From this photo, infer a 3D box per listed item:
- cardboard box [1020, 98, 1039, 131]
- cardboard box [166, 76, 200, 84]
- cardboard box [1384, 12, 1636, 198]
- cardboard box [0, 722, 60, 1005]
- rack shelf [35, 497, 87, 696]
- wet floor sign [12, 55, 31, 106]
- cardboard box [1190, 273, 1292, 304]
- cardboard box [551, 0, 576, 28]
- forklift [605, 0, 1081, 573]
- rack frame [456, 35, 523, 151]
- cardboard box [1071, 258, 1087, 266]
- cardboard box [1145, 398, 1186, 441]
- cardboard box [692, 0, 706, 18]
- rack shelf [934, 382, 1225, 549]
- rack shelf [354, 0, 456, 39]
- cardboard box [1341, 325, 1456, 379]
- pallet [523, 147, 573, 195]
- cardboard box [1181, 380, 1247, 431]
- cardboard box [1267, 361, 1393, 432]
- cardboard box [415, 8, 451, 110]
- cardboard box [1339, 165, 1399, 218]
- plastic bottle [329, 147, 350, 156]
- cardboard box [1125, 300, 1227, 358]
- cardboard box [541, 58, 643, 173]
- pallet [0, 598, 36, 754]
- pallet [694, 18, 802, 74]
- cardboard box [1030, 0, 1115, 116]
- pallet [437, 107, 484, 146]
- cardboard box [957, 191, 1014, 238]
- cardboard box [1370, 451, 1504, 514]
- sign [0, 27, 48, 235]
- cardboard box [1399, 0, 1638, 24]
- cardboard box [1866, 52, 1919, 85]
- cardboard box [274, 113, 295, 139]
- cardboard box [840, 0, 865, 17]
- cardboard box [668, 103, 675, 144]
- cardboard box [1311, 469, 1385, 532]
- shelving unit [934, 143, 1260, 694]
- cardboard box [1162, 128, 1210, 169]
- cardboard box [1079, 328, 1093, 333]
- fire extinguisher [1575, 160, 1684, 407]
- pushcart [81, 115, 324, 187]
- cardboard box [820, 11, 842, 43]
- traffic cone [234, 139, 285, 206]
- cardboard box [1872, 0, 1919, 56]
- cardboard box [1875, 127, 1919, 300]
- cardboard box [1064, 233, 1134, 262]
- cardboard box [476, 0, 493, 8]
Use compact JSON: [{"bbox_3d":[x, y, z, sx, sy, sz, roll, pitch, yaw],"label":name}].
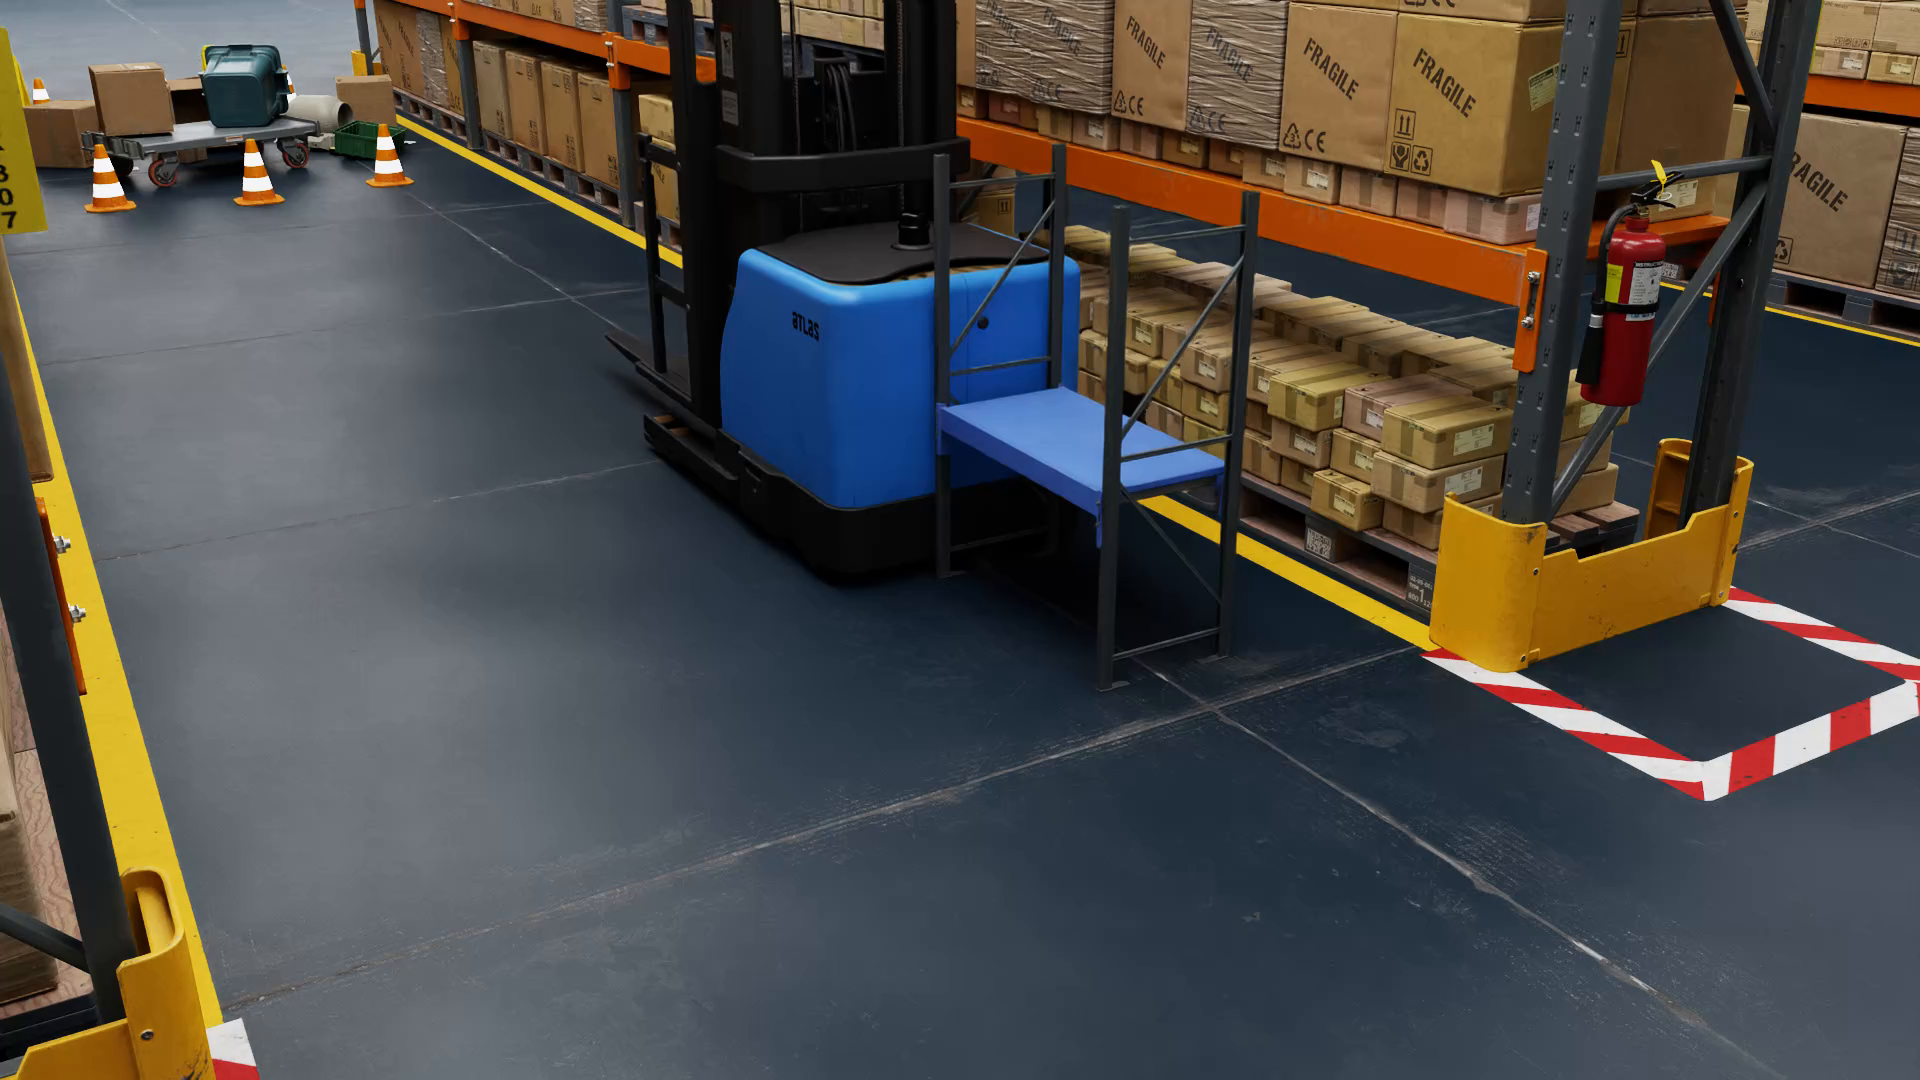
[{"bbox_3d":[0.488,-1.891,7.313,0.380,0.149,0.250,-14,26,-31],"label":"cardboard box"},{"bbox_3d":[-7.146,-4.058,15.626,0.637,0.503,0.797,8,23,18],"label":"cardboard box"},{"bbox_3d":[1.706,-1.381,5.199,0.500,0.500,0.500,-12,25,-27],"label":"cardboard box"},{"bbox_3d":[-2.470,0.681,3.496,0.875,0.438,0.875,-14,26,-30],"label":"cardboard box"},{"bbox_3d":[-3.069,-0.431,4.343,1.077,0.370,4.000,-13,25,-28],"label":"rack shelf"},{"bbox_3d":[-9.397,-4.473,16.458,0.267,0.644,0.232,-4,22,-10],"label":"wet floor sign"},{"bbox_3d":[1.249,-1.072,7.405,0.380,0.149,0.250,-14,26,-30],"label":"cardboard box"},{"bbox_3d":[-2.644,-3.993,12.019,0.500,0.500,0.500,-13,25,-28],"label":"cardboard box"},{"bbox_3d":[-0.720,-1.751,6.727,1.130,2.935,3.031,-12,25,-27],"label":"forklift"},{"bbox_3d":[-3.973,-4.986,14.594,1.000,3.000,0.127,-13,25,-28],"label":"rack frame"},{"bbox_3d":[0.373,-1.221,7.771,0.380,0.149,0.250,-13,25,-29],"label":"cardboard box"},{"bbox_3d":[0.986,-0.512,6.815,0.380,0.149,0.250,-12,25,-27],"label":"cardboard box"},{"bbox_3d":[-1.460,-3.324,10.282,0.380,0.149,0.250,-11,25,-26],"label":"cardboard box"},{"bbox_3d":[0.391,-0.270,5.461,0.538,0.185,1.000,-12,25,-27],"label":"rack shelf"},{"bbox_3d":[-4.995,-5.300,16.323,1.077,0.370,4.000,-13,25,-28],"label":"rack shelf"},{"bbox_3d":[1.721,-0.722,6.543,0.380,0.149,0.250,-14,26,-31],"label":"cardboard box"},{"bbox_3d":[-2.887,-3.063,13.568,1.003,0.211,1.213,-13,25,-28],"label":"pallet"},{"bbox_3d":[1.099,-0.562,6.544,0.380,0.149,0.250,-12,25,-27],"label":"cardboard box"},{"bbox_3d":[1.348,-0.525,6.058,0.380,0.149,0.250,-13,26,-29],"label":"cardboard box"},{"bbox_3d":[-4.698,-4.704,16.166,0.875,0.875,0.875,-12,25,-28],"label":"cardboard box"},{"bbox_3d":[1.512,-1.202,5.619,0.380,0.149,0.250,-13,25,-29],"label":"cardboard box"},{"bbox_3d":[-5.411,-3.424,14.654,0.283,0.061,0.133,12,25,27],"label":"plastic bottle"},{"bbox_3d":[0.888,-0.883,6.940,0.380,0.149,0.250,-12,25,-28],"label":"cardboard box"},{"bbox_3d":[-2.613,-3.340,12.975,1.050,0.750,0.750,-12,25,-27],"label":"cardboard box"},{"bbox_3d":[-3.142,0.537,4.710,1.003,0.211,1.213,-13,25,-28],"label":"pallet"},{"bbox_3d":[-0.883,-2.969,9.888,1.003,0.211,1.213,-13,25,-28],"label":"pallet"},{"bbox_3d":[0.635,-2.043,6.826,0.500,0.500,0.500,-13,26,-29],"label":"cardboard box"},{"bbox_3d":[-4.294,-3.955,15.762,1.003,0.211,1.213,-13,25,-28],"label":"pallet"},{"bbox_3d":[-0.036,-1.723,9.329,0.500,0.500,0.500,-12,25,-26],"label":"cardboard box"},{"bbox_3d":[1.642,-0.229,5.724,0.380,0.149,0.250,-13,26,-30],"label":"cardboard box"},{"bbox_3d":[-1.567,-0.659,2.694,0.100,0.325,0.005,-13,25,-28],"label":"sign"},{"bbox_3d":[1.709,-1.849,5.021,0.500,0.500,0.500,-13,26,-29],"label":"cardboard box"},{"bbox_3d":[5.092,-2.537,8.903,0.380,0.149,0.250,-13,26,-30],"label":"cardboard box"},{"bbox_3d":[-6.434,-3.921,15.607,0.396,0.266,0.258,-8,23,-19],"label":"cardboard box"},{"bbox_3d":[-0.395,-2.788,8.568,0.380,0.149,0.250,-12,25,-28],"label":"cardboard box"},{"bbox_3d":[-1.526,-2.641,10.592,0.500,0.250,0.500,-13,25,-29],"label":"cardboard box"},{"bbox_3d":[1.490,-0.169,5.973,0.380,0.149,0.250,-12,25,-27],"label":"cardboard box"},{"bbox_3d":[0.391,-0.437,5.394,0.538,1.500,1.048,-12,25,-27],"label":"shelving unit"},{"bbox_3d":[1.016,-1.553,6.482,0.380,0.149,0.250,-12,25,-27],"label":"cardboard box"},{"bbox_3d":[0.641,-0.911,7.402,0.380,0.149,0.250,-11,25,-26],"label":"cardboard box"},{"bbox_3d":[1.889,-0.722,4.703,0.296,0.674,0.183,-13,25,-28],"label":"fire extinguisher"},{"bbox_3d":[-6.242,-3.241,13.784,0.936,0.377,1.648,17,28,36],"label":"pushcart"},{"bbox_3d":[-0.518,-2.730,8.820,0.380,0.149,0.250,-13,25,-28],"label":"cardboard box"},{"bbox_3d":[-5.332,-2.792,12.566,0.336,0.463,0.334,-13,25,-28],"label":"traffic cone"},{"bbox_3d":[5.208,-2.694,8.759,0.500,0.250,0.500,-13,25,-28],"label":"cardboard box"},{"bbox_3d":[5.612,-1.719,8.822,0.875,0.875,0.875,-13,25,-28],"label":"cardboard box"},{"bbox_3d":[0.684,-1.405,8.224,0.380,0.149,0.250,-12,25,-28],"label":"cardboard box"},{"bbox_3d":[-3.677,-4.647,13.628,0.500,0.500,0.500,-12,25,-28],"label":"cardboard box"}]
